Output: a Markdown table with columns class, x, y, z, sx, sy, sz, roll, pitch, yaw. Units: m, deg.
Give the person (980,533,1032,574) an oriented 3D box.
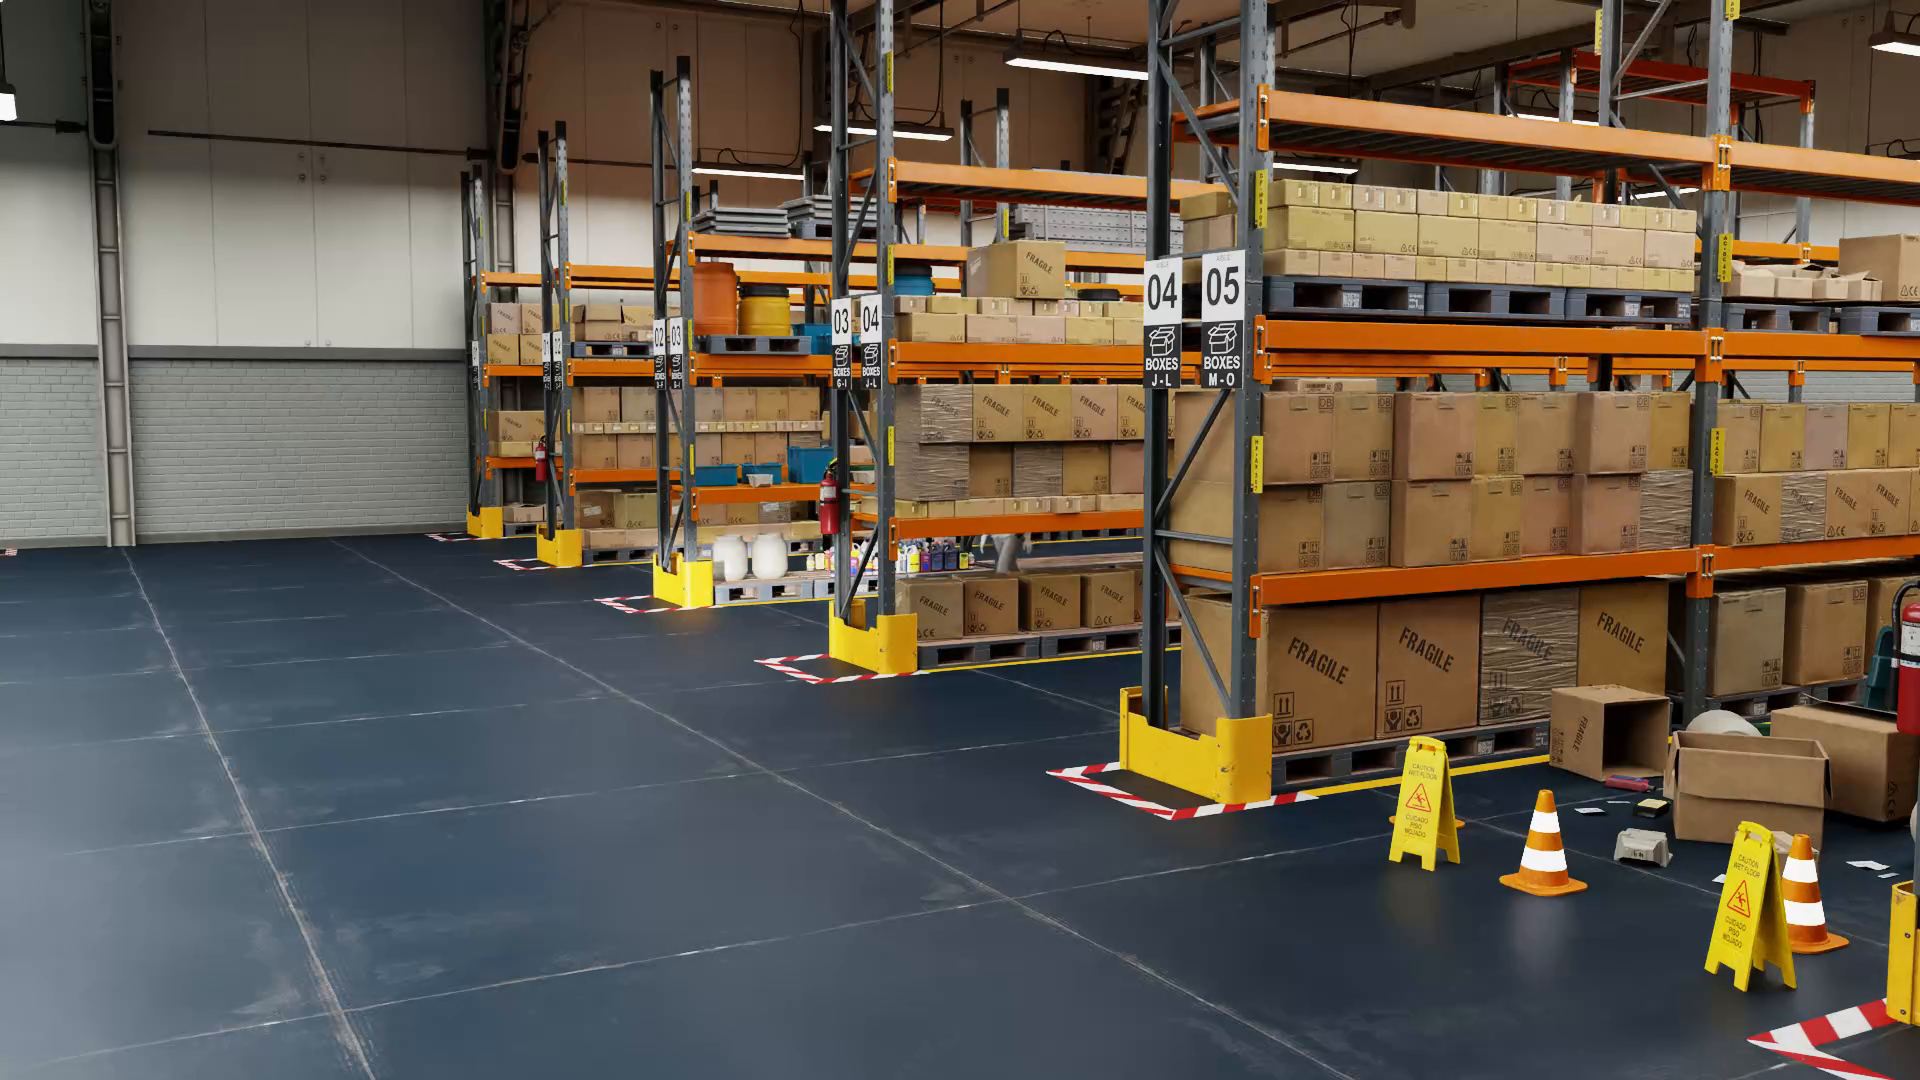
| class | x | y | z | sx | sy | sz | roll | pitch | yaw |
| --- | --- | --- | --- | --- | --- | --- | --- | --- | --- |
| person | 0.437 | -0.031 | 17.650 | 0.963 | 1.617 | 0.514 | -5 | 7 | -44 |
